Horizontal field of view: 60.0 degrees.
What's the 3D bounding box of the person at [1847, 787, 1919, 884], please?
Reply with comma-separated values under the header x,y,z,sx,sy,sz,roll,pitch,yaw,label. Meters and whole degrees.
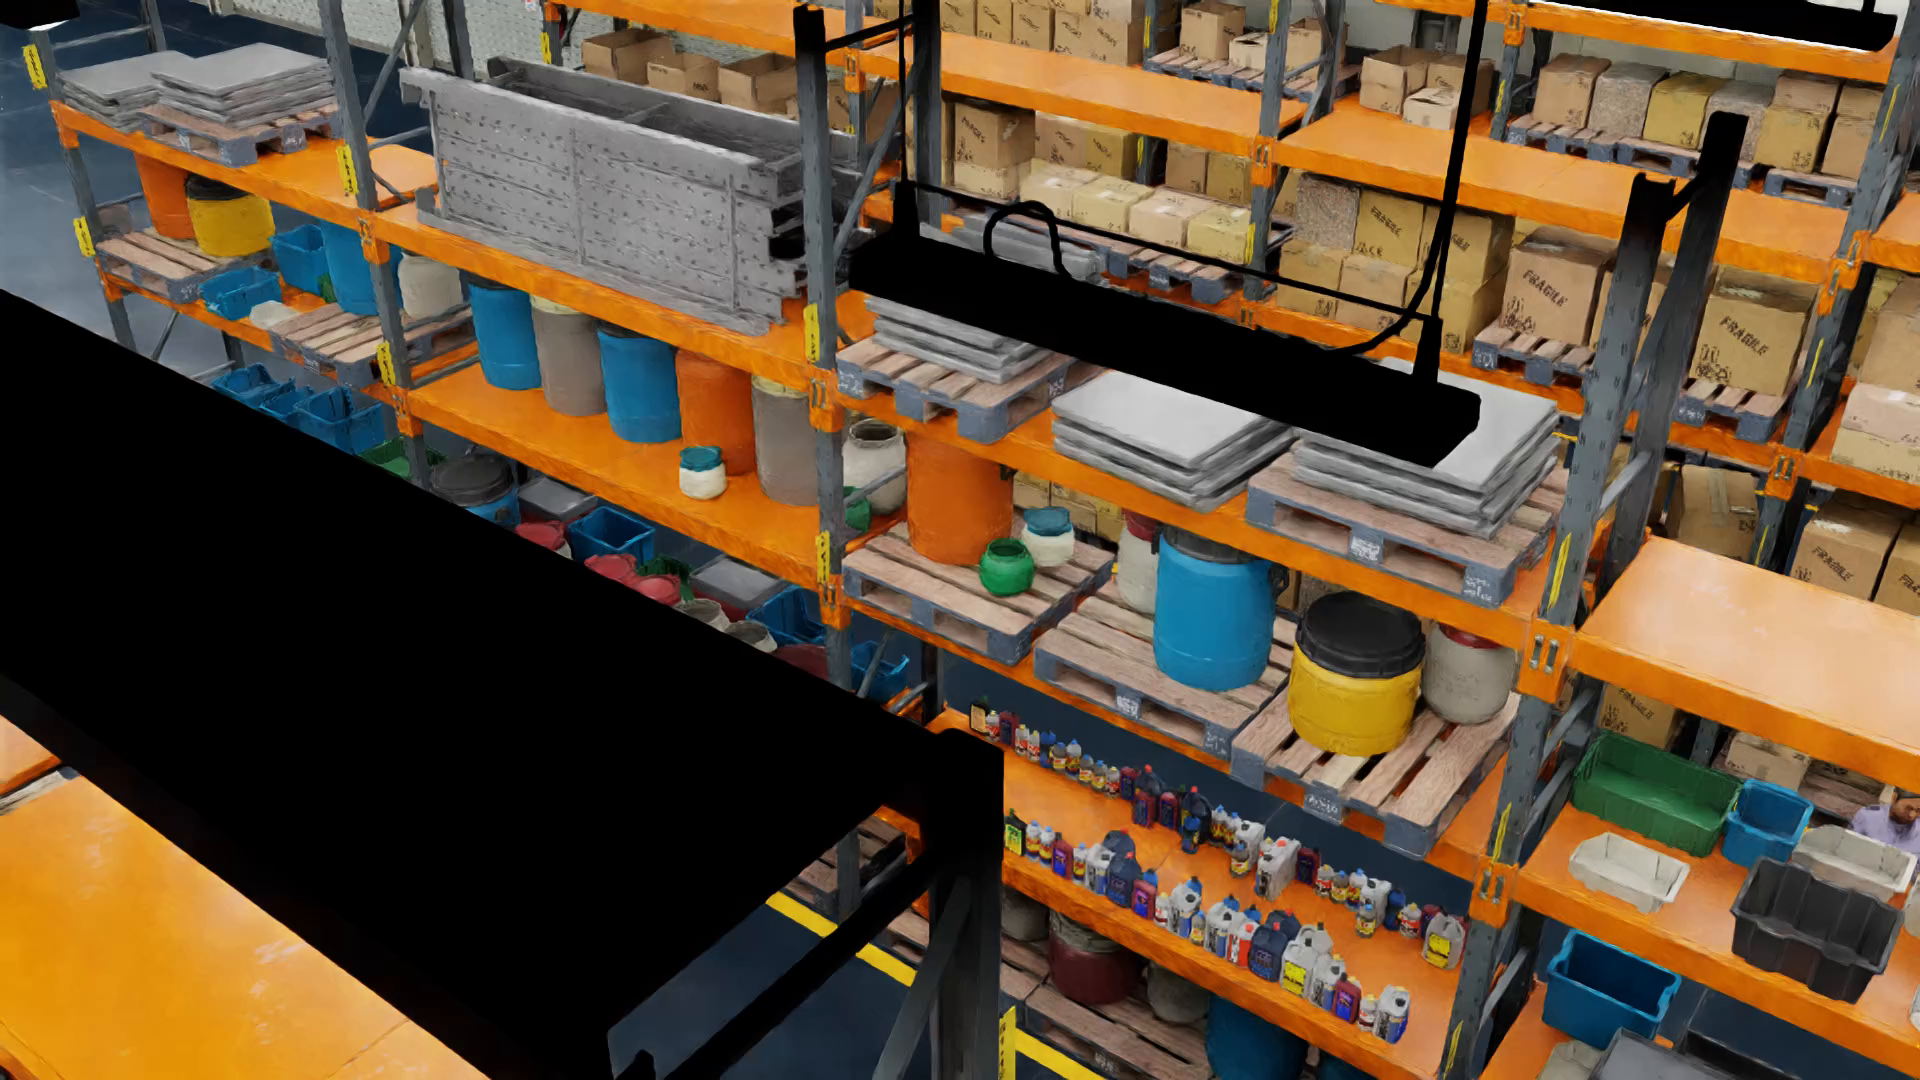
x,y,z,sx,sy,sz,roll,pitch,yaw,label
5.610,2.137,10.177,0.611,1.649,0.379,14,34,21,person
